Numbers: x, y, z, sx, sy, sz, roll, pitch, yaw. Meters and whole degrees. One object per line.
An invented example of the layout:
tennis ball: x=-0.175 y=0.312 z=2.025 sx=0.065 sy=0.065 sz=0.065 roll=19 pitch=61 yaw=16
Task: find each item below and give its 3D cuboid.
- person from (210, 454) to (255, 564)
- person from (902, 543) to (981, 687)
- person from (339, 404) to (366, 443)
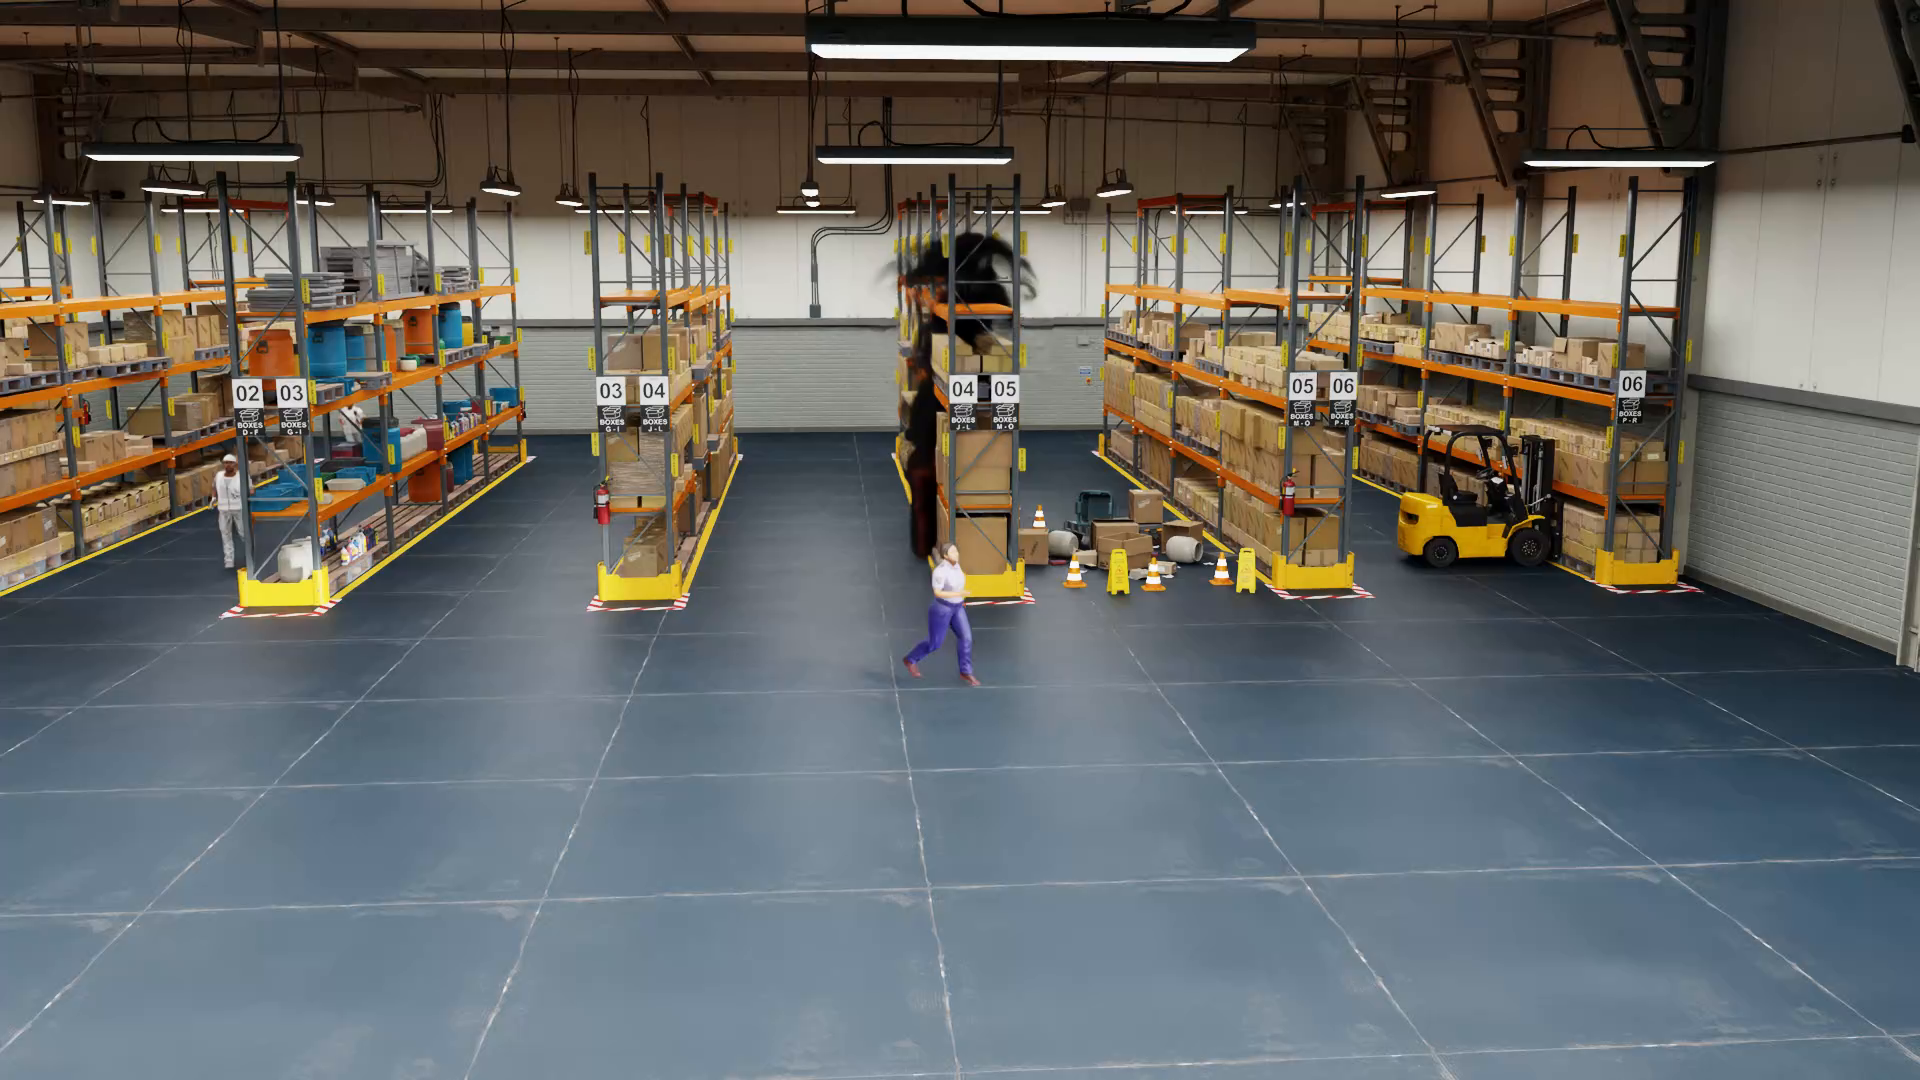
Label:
person: x=-11.489 y=-0.507 z=26.290 sx=0.696 sy=1.704 sz=0.784 roll=-2 pitch=10 yaw=-9
person: x=-0.197 y=0.854 z=19.199 sx=0.930 sy=1.666 sz=0.583 roll=6 pitch=12 yaw=33
person: x=-13.780 y=-2.411 z=37.762 sx=0.617 sy=1.645 sz=0.772 roll=-2 pitch=10 yaw=-12
